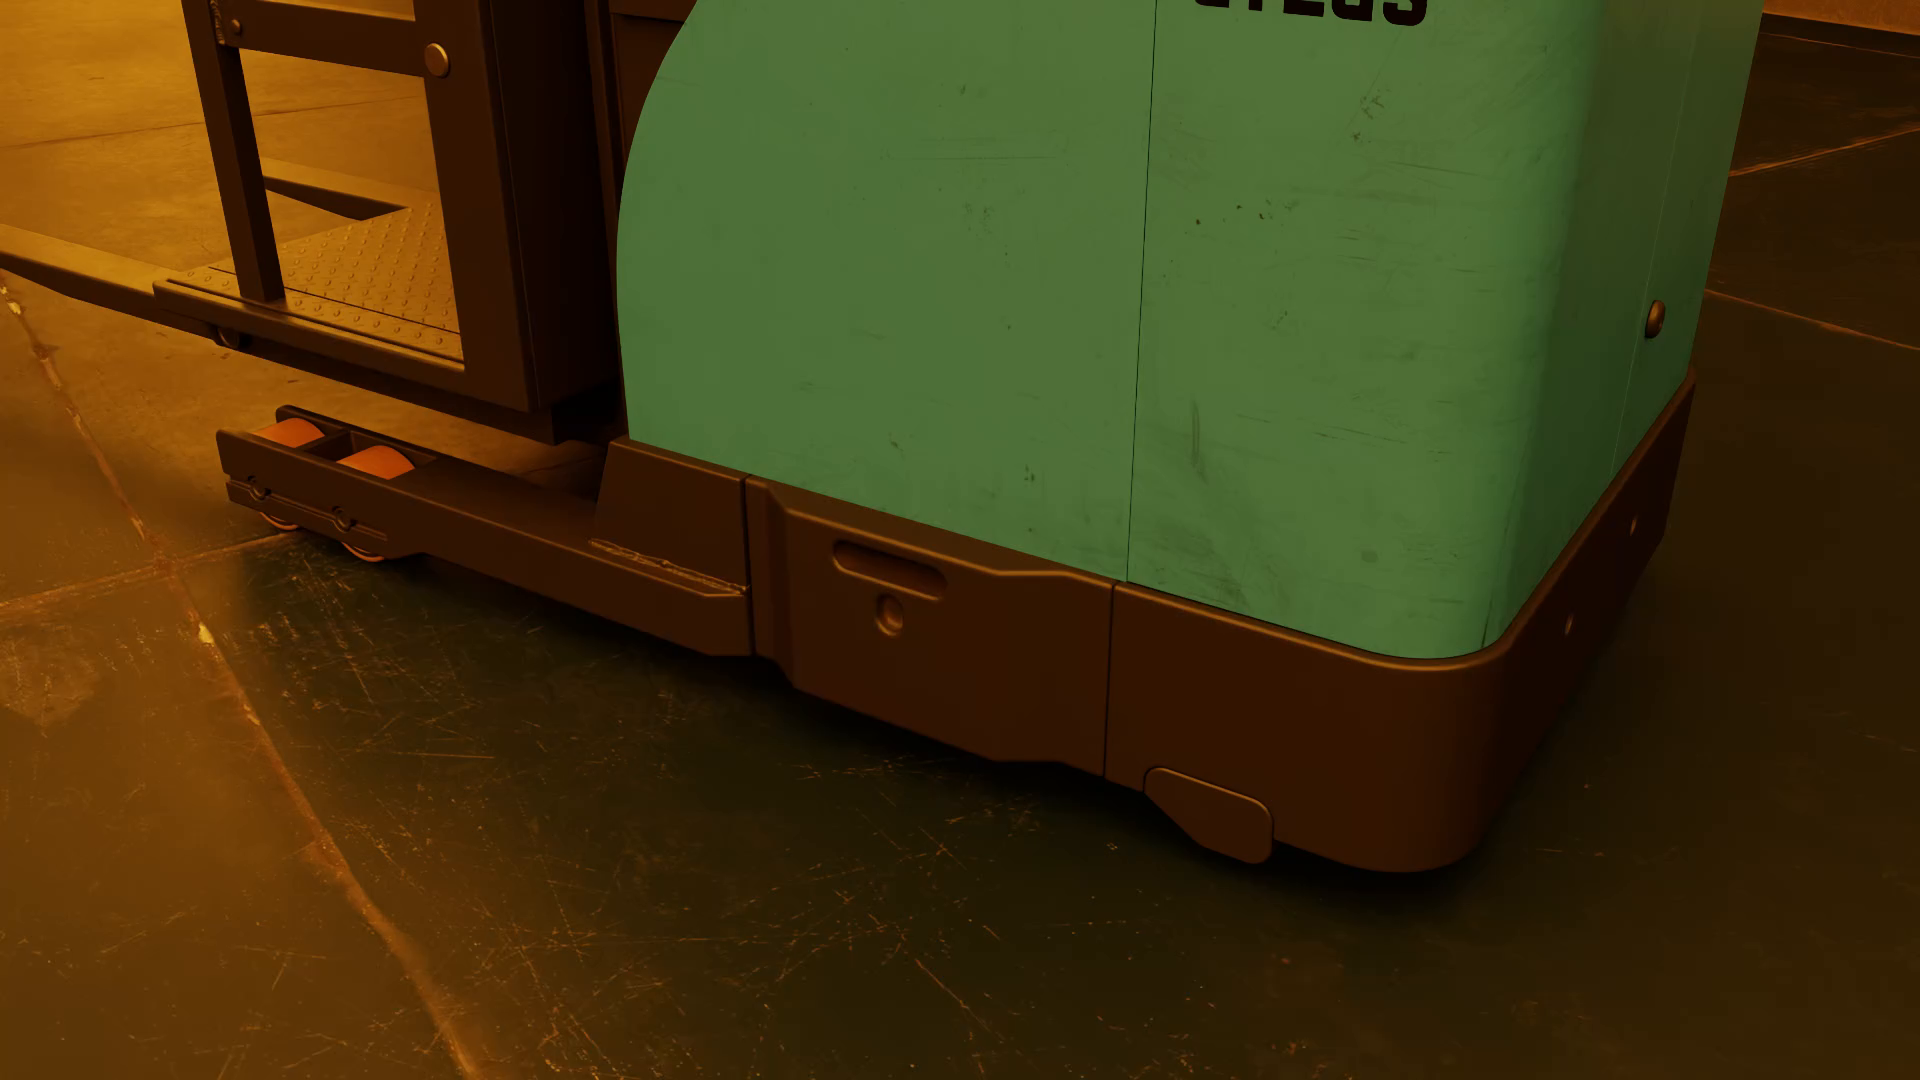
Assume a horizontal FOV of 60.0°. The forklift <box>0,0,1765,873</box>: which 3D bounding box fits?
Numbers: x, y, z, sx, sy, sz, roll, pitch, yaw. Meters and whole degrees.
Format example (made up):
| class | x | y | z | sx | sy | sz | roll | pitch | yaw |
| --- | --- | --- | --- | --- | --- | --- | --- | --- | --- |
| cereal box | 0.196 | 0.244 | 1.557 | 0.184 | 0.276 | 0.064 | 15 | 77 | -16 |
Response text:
| class | x | y | z | sx | sy | sz | roll | pitch | yaw |
| --- | --- | --- | --- | --- | --- | --- | --- | --- | --- |
| forklift | -0.511 | -1.459 | 2.139 | 3.031 | 2.935 | 1.130 | 16 | 31 | 29 |
